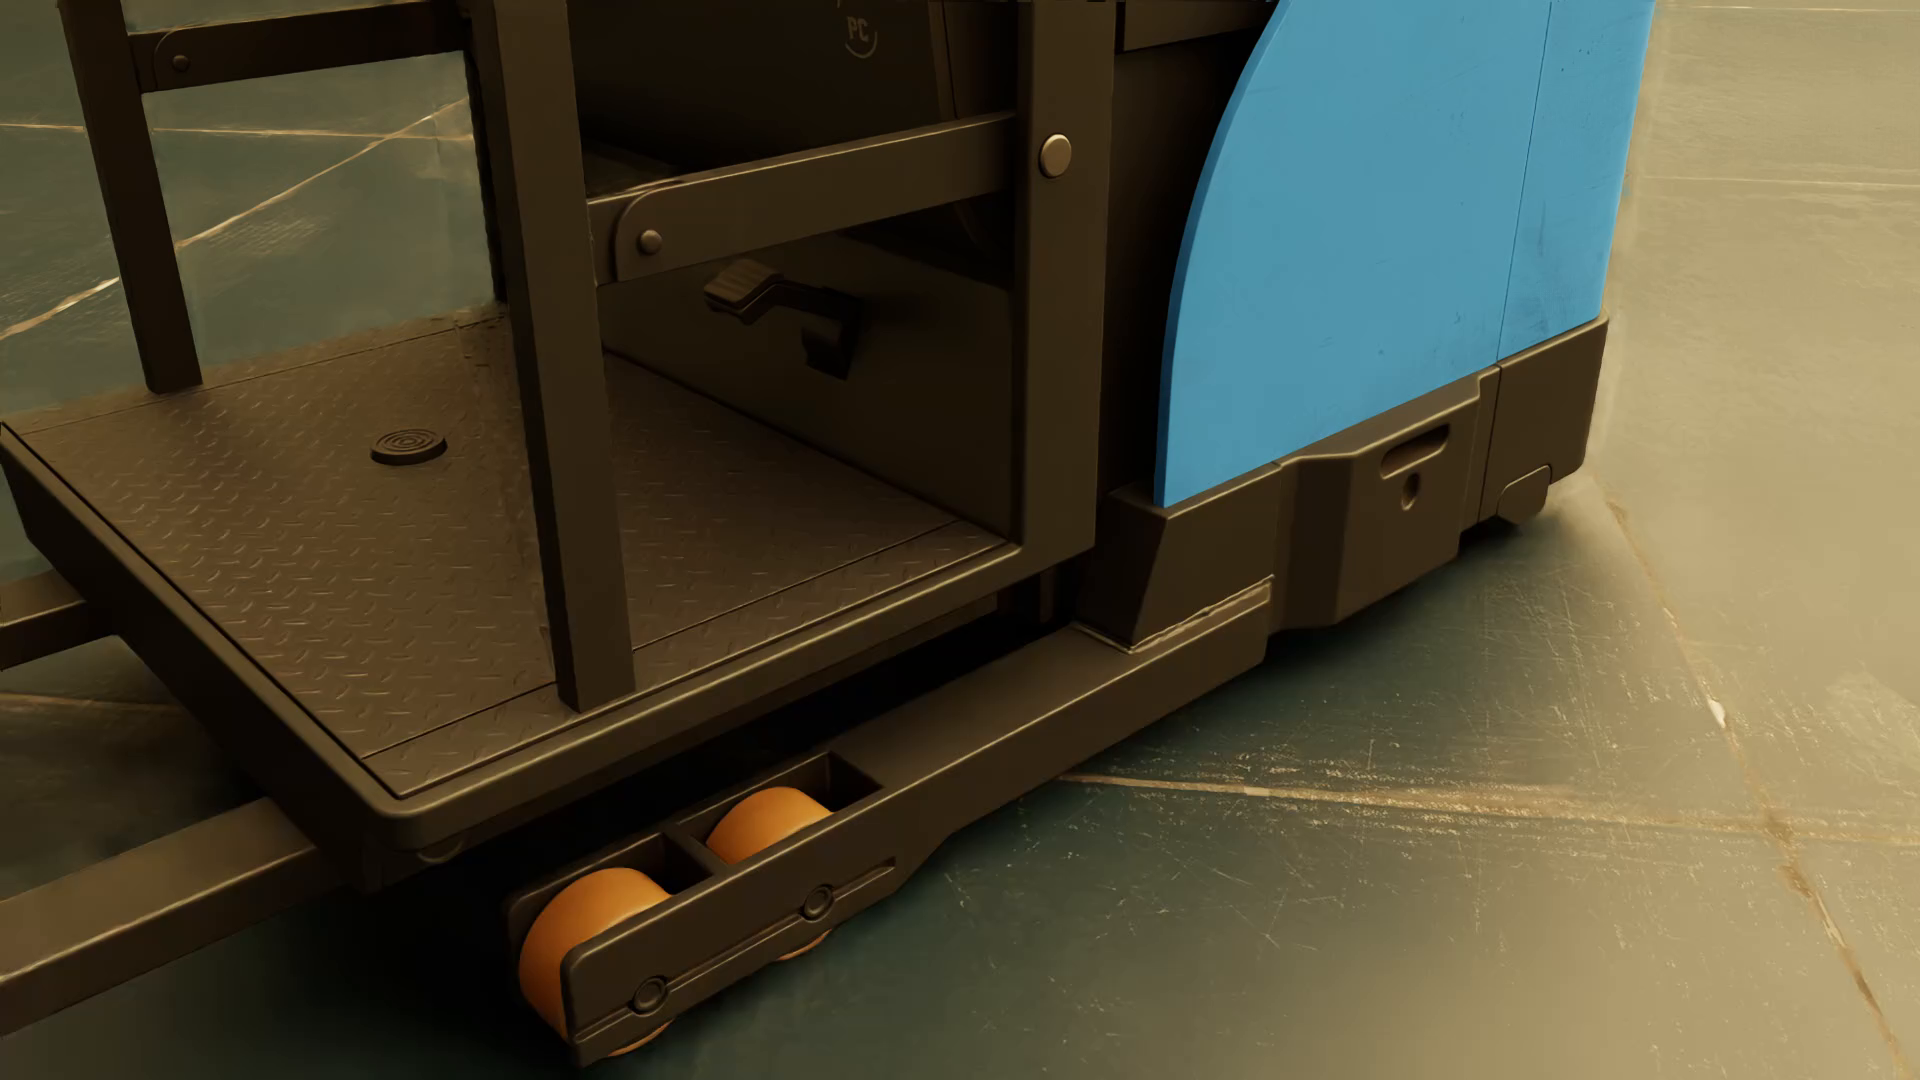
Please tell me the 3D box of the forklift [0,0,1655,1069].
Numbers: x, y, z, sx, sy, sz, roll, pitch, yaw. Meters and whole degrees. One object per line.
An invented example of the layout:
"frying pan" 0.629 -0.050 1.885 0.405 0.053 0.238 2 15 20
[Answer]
"forklift" -0.451 -1.098 1.418 3.031 2.935 1.130 -22 34 -37
